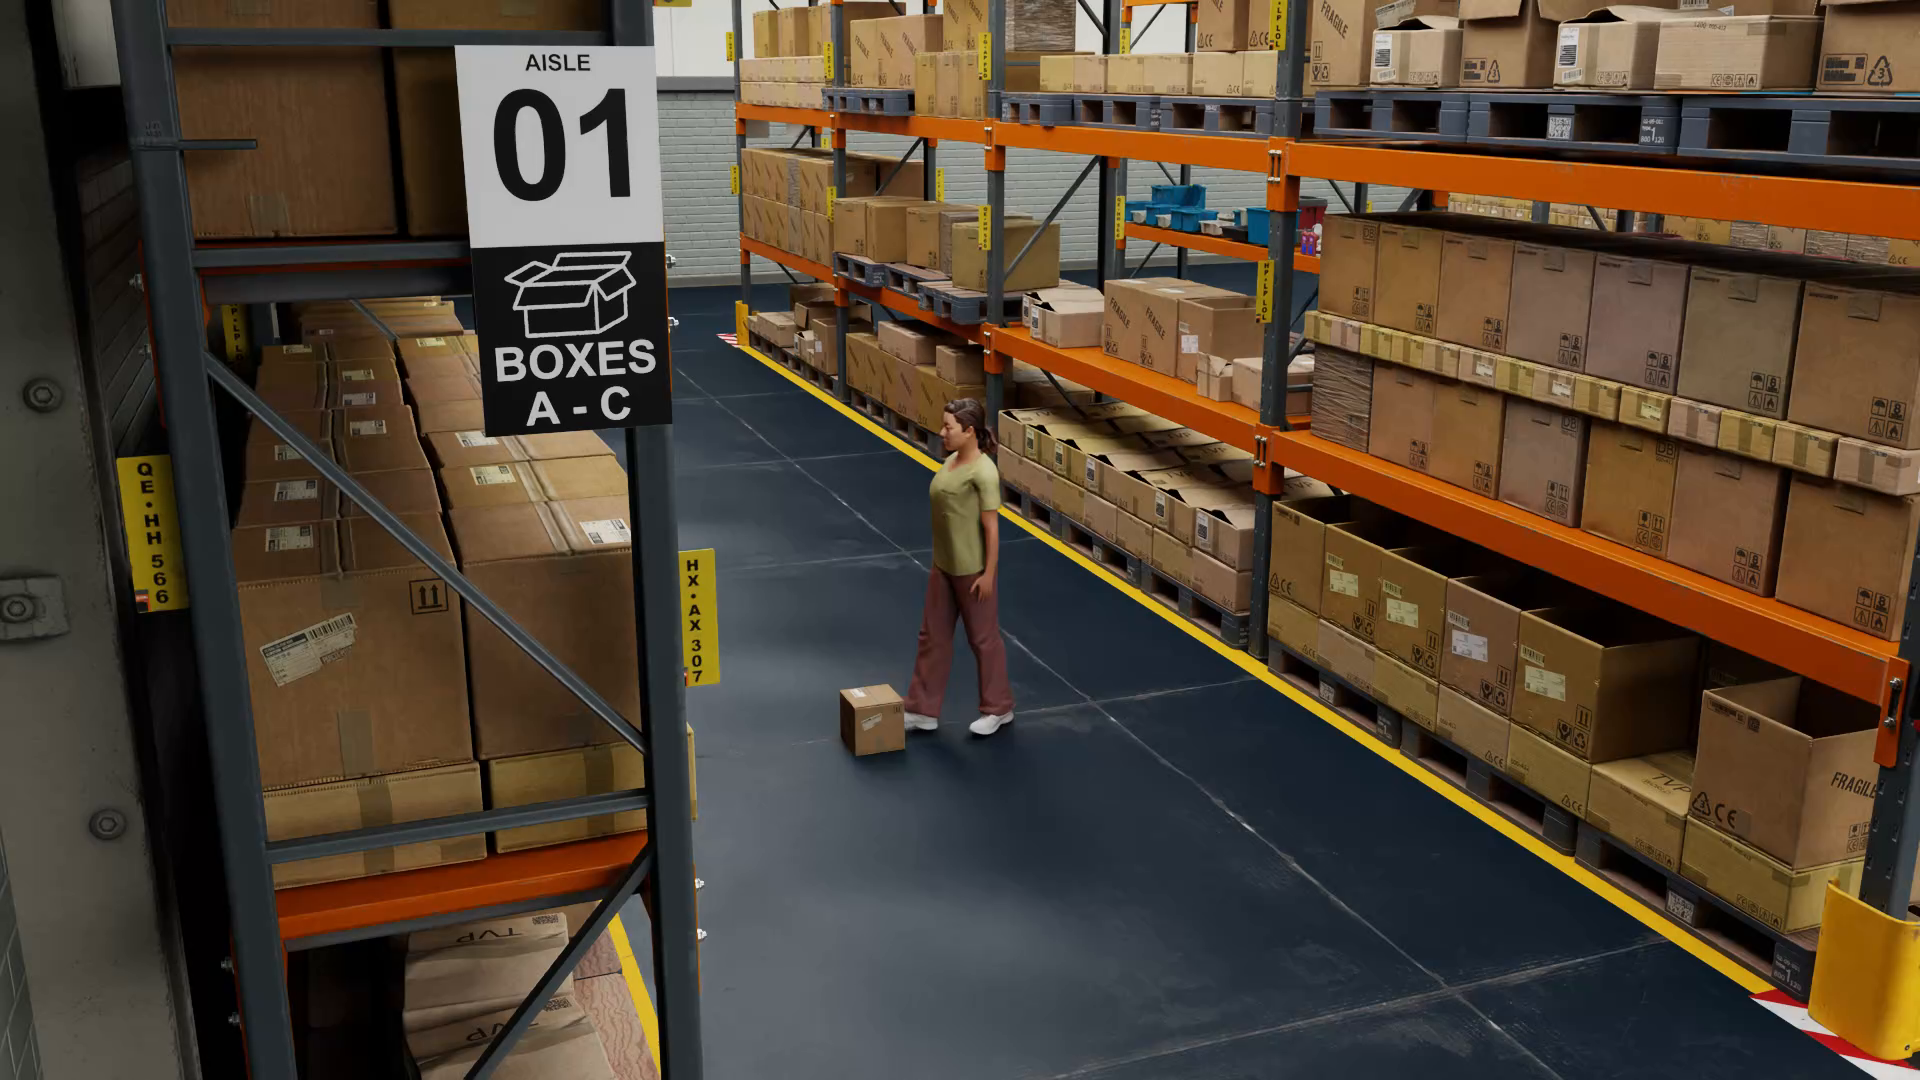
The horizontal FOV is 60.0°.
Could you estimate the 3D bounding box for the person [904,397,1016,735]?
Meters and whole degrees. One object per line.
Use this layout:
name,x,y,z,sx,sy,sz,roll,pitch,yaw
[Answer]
person,-0.041,0.142,7.998,0.668,1.664,0.451,-8,18,-27
